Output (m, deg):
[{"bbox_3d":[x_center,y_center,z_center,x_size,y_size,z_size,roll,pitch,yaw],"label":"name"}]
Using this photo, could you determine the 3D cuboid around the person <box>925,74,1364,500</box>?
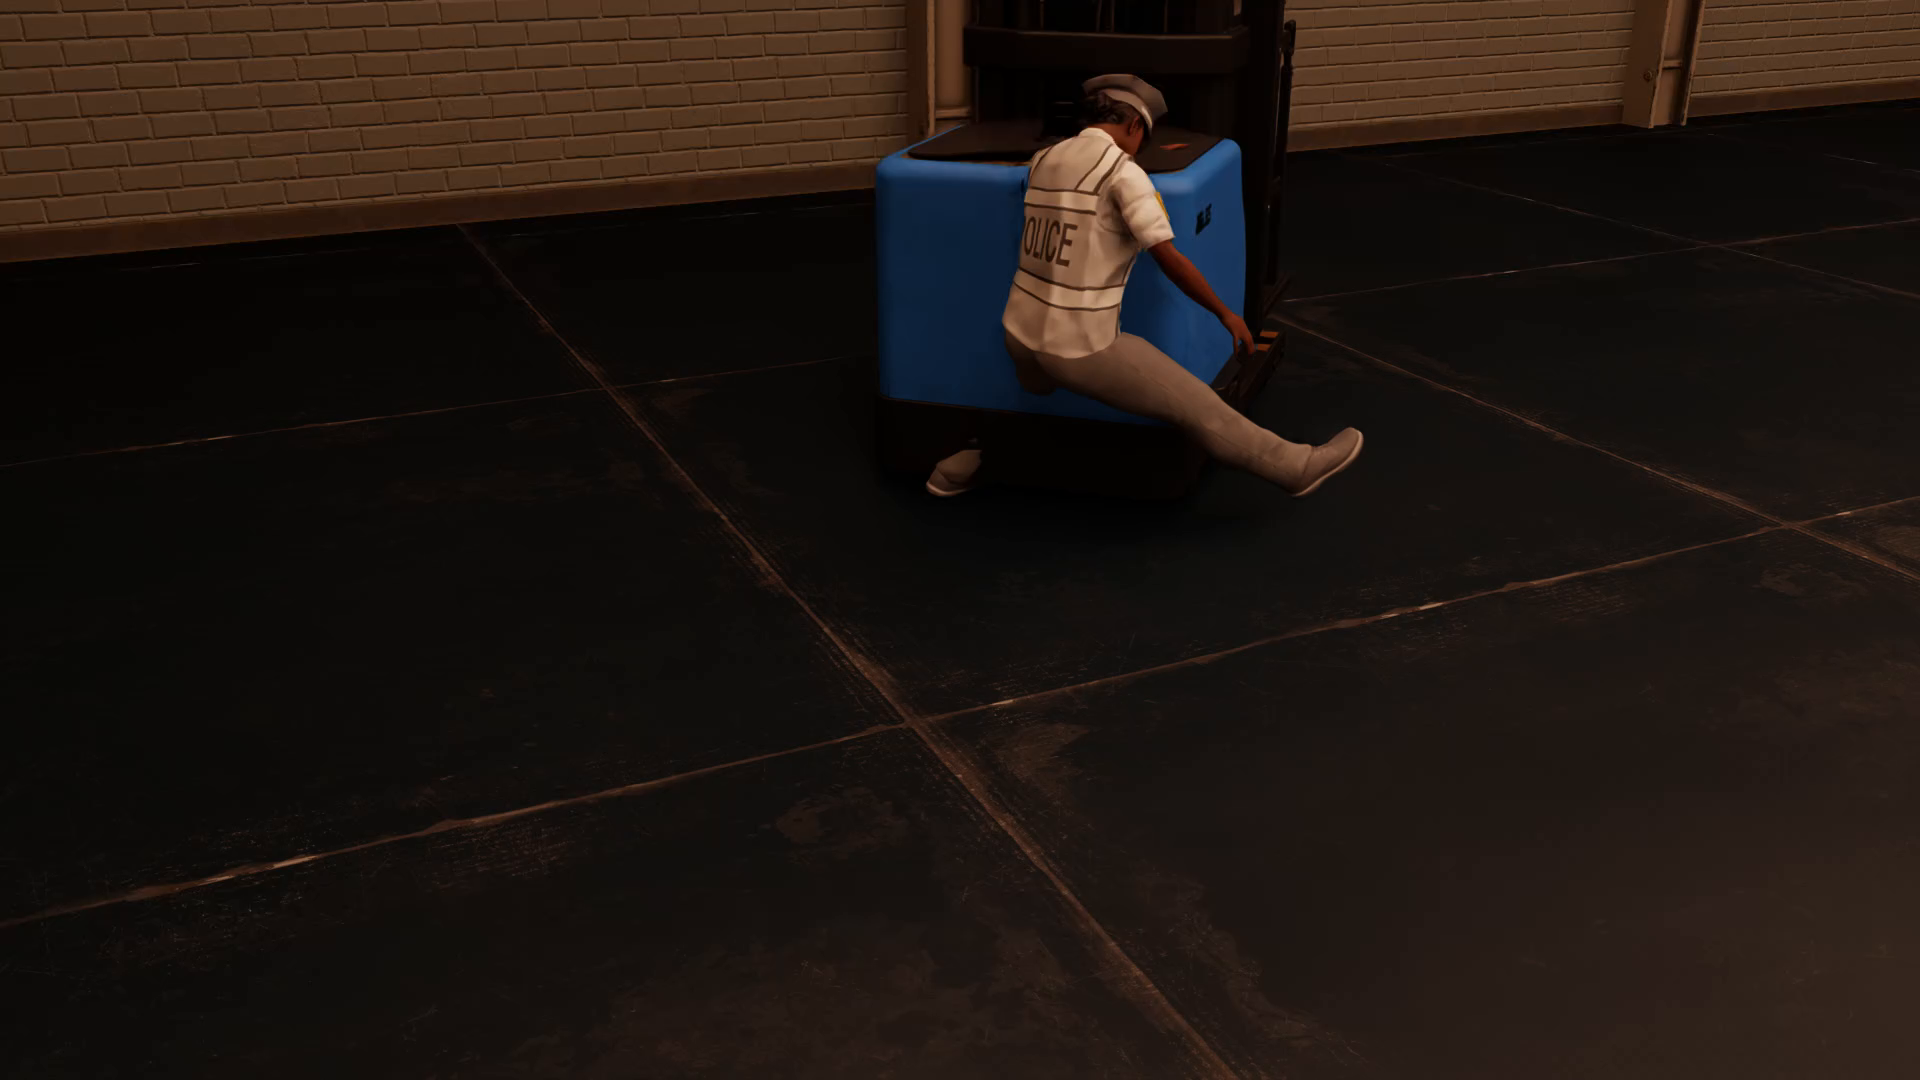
[{"bbox_3d":[0.554,-0.730,5.123,1.103,1.385,0.970,-11,25,-25],"label":"person"}]

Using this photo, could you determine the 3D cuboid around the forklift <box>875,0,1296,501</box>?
[{"bbox_3d":[0.689,-2.013,6.132,1.130,2.935,3.031,8,24,18],"label":"forklift"}]
